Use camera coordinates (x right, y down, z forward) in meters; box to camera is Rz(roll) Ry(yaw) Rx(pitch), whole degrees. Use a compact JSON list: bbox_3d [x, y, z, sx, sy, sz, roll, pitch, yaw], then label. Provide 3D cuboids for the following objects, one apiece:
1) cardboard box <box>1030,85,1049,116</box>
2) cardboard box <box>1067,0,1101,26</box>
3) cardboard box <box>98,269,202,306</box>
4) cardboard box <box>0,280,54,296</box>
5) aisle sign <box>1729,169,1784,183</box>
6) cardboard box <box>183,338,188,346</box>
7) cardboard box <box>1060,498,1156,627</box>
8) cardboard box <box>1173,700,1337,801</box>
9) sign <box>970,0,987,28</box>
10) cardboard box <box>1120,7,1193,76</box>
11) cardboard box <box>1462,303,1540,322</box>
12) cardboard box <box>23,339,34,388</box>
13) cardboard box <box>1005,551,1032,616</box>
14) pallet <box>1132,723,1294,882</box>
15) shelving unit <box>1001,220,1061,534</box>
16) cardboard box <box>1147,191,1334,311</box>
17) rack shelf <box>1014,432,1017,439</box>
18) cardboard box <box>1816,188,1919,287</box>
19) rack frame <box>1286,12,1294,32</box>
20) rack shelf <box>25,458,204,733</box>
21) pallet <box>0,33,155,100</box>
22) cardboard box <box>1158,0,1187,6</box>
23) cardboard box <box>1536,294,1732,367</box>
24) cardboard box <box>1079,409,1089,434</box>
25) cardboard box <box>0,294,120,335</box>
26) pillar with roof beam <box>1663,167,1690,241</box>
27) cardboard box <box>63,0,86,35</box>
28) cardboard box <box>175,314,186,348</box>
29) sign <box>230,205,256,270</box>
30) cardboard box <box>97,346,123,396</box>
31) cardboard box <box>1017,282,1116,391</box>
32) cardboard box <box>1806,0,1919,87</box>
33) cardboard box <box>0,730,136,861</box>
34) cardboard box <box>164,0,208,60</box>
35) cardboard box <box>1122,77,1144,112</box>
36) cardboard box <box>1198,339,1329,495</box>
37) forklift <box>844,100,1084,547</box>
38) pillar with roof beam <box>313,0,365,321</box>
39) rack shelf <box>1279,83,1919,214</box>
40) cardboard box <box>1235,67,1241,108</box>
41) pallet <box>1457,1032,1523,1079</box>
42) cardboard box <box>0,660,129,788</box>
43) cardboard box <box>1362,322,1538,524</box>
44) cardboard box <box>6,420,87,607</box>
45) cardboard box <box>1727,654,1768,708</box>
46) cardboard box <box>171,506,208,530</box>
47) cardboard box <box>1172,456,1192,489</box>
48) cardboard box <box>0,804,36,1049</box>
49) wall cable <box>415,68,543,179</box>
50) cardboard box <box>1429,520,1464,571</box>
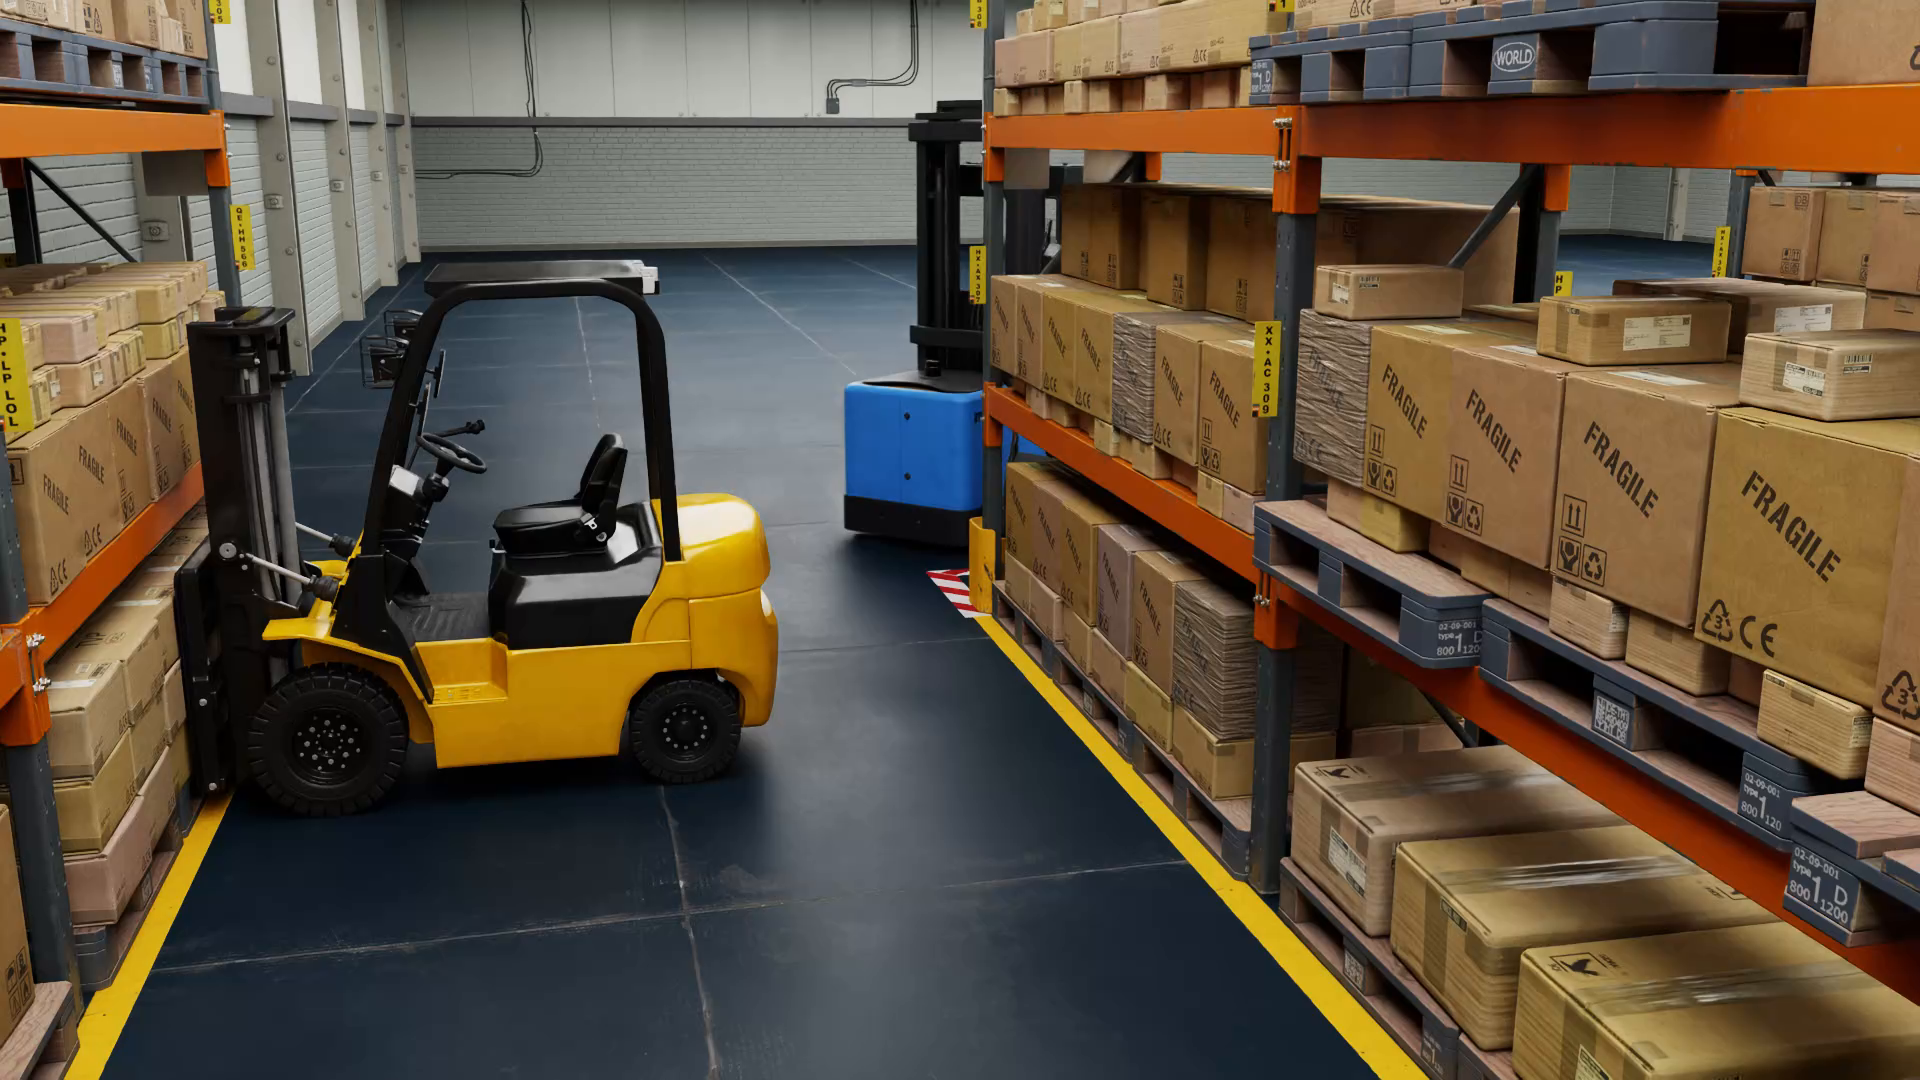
[{"bbox_3d":[0.572,-2.237,8.472,0.380,0.149,0.250,-3,14,-12],"label":"cardboard box"},{"bbox_3d":[0.710,-2.447,7.652,0.380,0.149,0.250,-3,14,-12],"label":"cardboard box"},{"bbox_3d":[-3.727,-1.161,7.654,0.380,0.149,0.250,-3,14,-12],"label":"cardboard box"},{"bbox_3d":[-4.086,-1.017,7.064,0.380,0.149,0.250,-3,14,-11],"label":"cardboard box"},{"bbox_3d":[5.112,-2.677,10.585,0.394,0.787,0.004,-3,14,-13],"label":"aisle sign"},{"bbox_3d":[-3.708,-0.667,7.626,0.500,0.500,0.500,-3,14,-11],"label":"cardboard box"},{"bbox_3d":[0.796,0.096,8.043,0.500,0.500,0.500,-3,14,-12],"label":"cardboard box"},{"bbox_3d":[1.171,0.818,6.667,0.500,0.250,0.500,-3,14,-11],"label":"cardboard box"},{"bbox_3d":[0.105,-2.966,9.087,0.100,0.325,0.005,-3,14,-13],"label":"sign"},{"bbox_3d":[0.981,-2.043,6.837,0.500,0.250,0.500,-4,14,-14],"label":"cardboard box"},{"bbox_3d":[1.903,-0.496,5.413,0.500,0.500,0.500,-4,14,-14],"label":"cardboard box"},{"bbox_3d":[-3.039,-0.513,5.002,0.380,0.149,0.250,-3,14,-12],"label":"cardboard box"},{"bbox_3d":[0.553,0.218,9.122,0.500,0.250,0.500,-3,14,-14],"label":"cardboard box"},{"bbox_3d":[1.379,1.009,6.851,1.003,0.211,1.213,-3,14,-13],"label":"pallet"},{"bbox_3d":[0.641,-0.921,10.562,0.503,2.100,0.431,10,22,5],"label":"shelving unit"},{"bbox_3d":[1.278,-1.336,7.632,0.700,0.500,0.500,-3,14,-14],"label":"cardboard box"},{"bbox_3d":[0.639,-0.908,10.567,0.480,0.518,0.431,10,22,5],"label":"rack shelf"},{"bbox_3d":[5.688,-1.802,9.892,0.875,0.550,0.550,-3,14,-13],"label":"cardboard box"},{"bbox_3d":[1.572,-3.107,5.182,1.000,3.000,0.127,-3,14,-13],"label":"rack frame"},{"bbox_3d":[-3.722,-0.027,6.732,1.077,0.370,4.000,-3,14,-13],"label":"rack shelf"},{"bbox_3d":[-3.761,-1.805,6.361,1.003,0.211,1.213,-3,14,-13],"label":"pallet"},{"bbox_3d":[0.987,-2.149,6.432,0.380,0.149,0.250,-3,14,-12],"label":"cardboard box"},{"bbox_3d":[1.693,-0.531,4.193,0.380,0.149,0.250,-2,14,-10],"label":"cardboard box"},{"bbox_3d":[0.796,-0.603,8.106,0.380,0.149,0.250,-3,14,-11],"label":"cardboard box"},{"bbox_3d":[-3.494,-0.862,6.432,0.380,0.149,0.250,-3,14,-13],"label":"cardboard box"},{"bbox_3d":[14.484,-11.978,41.492,9.100,9.000,0.548,-3,14,-13],"label":"pillar with roof beam"},{"bbox_3d":[-3.306,-1.918,5.827,0.396,0.266,0.258,-4,14,-15],"label":"cardboard box"},{"bbox_3d":[-3.592,-0.899,7.211,0.380,0.149,0.250,-4,14,-15],"label":"cardboard box"},{"bbox_3d":[-3.661,-1.542,8.480,0.100,0.325,0.005,-3,14,-13],"label":"sign"},{"bbox_3d":[-3.268,-0.606,6.012,0.380,0.149,0.250,-3,14,-14],"label":"cardboard box"},{"bbox_3d":[0.598,-1.064,8.625,0.500,0.500,0.500,-3,14,-11],"label":"cardboard box"},{"bbox_3d":[2.125,-1.127,3.182,0.797,0.503,0.637,-3,14,-13],"label":"cardboard box"},{"bbox_3d":[-3.066,0.845,5.502,0.500,0.250,0.500,-3,14,-13],"label":"cardboard box"},{"bbox_3d":[-3.851,-2.507,7.743,0.500,0.500,0.500,-3,14,-11],"label":"cardboard box"},{"bbox_3d":[0.931,-1.945,7.277,0.380,0.149,0.250,-3,14,-14],"label":"cardboard box"},{"bbox_3d":[1.225,-0.474,6.209,0.500,0.500,0.500,-4,14,-15],"label":"cardboard box"},{"bbox_3d":[0.429,-1.666,12.071,1.130,2.935,3.031,9,16,32],"label":"forklift"},{"bbox_3d":[-4.947,-7.933,24.938,9.100,9.000,0.400,-3,14,-13],"label":"pillar with roof beam"},{"bbox_3d":[2.041,-0.839,3.735,1.077,0.370,4.000,-3,14,-13],"label":"rack shelf"},{"bbox_3d":[1.227,-1.646,6.054,0.380,0.149,0.250,-3,14,-13],"label":"cardboard box"},{"bbox_3d":[2.046,1.624,4.336,1.003,0.211,1.213,-3,14,-13],"label":"pallet"},{"bbox_3d":[-3.061,0.602,5.444,0.500,0.250,0.500,-4,14,-14],"label":"cardboard box"},{"bbox_3d":[1.521,-0.350,4.816,0.500,0.500,0.500,-3,14,-13],"label":"cardboard box"},{"bbox_3d":[-3.103,-0.080,5.224,0.500,0.500,0.500,-4,14,-15],"label":"cardboard box"},{"bbox_3d":[1.903,0.286,3.579,0.380,0.149,0.250,-3,14,-13],"label":"cardboard box"},{"bbox_3d":[-3.655,0.015,7.848,0.500,0.250,0.500,-3,14,-12],"label":"cardboard box"},{"bbox_3d":[1.104,-0.307,6.894,0.380,0.149,0.250,-3,14,-14],"label":"cardboard box"},{"bbox_3d":[-3.119,1.155,4.500,0.875,0.625,0.625,-3,14,-11],"label":"cardboard box"},{"bbox_3d":[-11.357,-9.707,38.739,3.097,2.526,0.112,-3,14,-13],"label":"wall cable"},{"bbox_3d":[1.585,-0.010,4.792,0.380,0.149,0.250,-2,14,-10],"label":"cardboard box"}]
